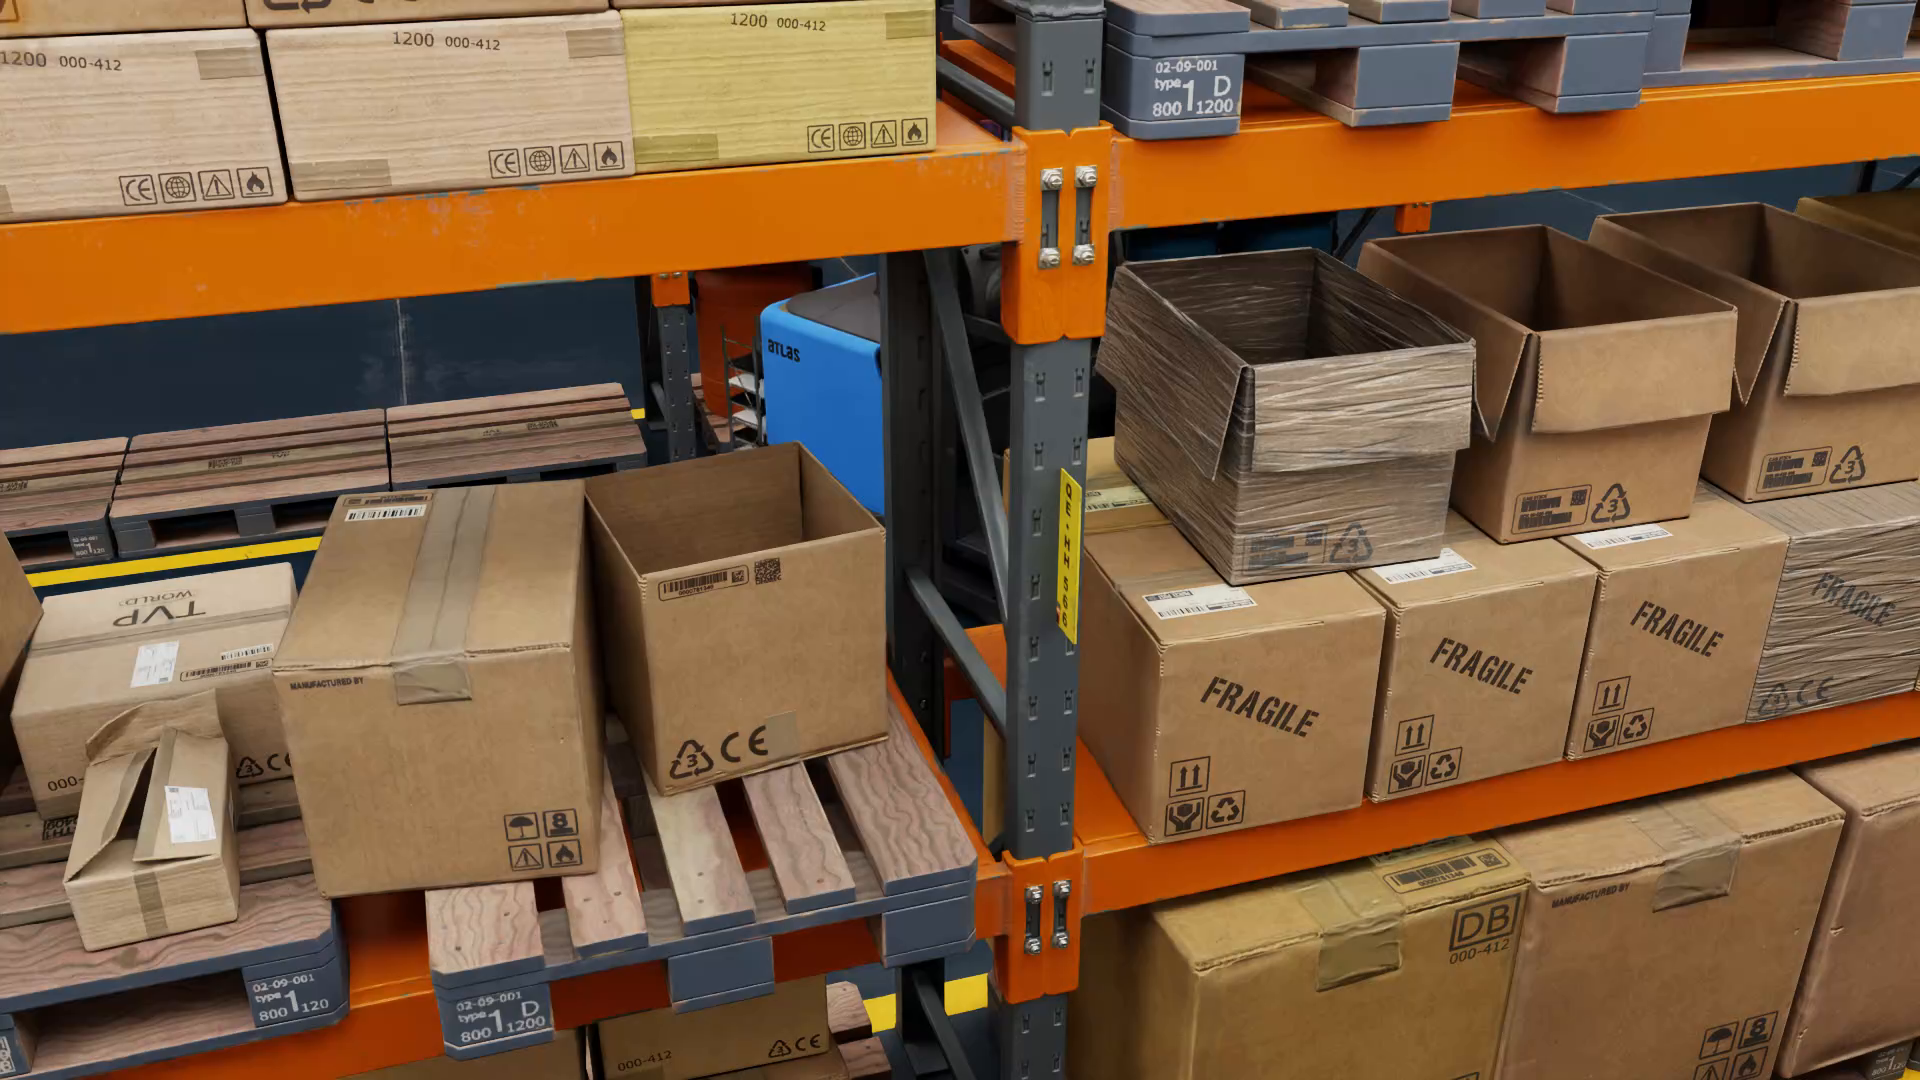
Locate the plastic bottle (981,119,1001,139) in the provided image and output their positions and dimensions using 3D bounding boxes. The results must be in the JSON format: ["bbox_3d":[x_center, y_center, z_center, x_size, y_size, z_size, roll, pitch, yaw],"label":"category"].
[{"bbox_3d":[0.151,-2.167,8.873,0.133,0.283,0.061,-8,28,-16],"label":"plastic bottle"}]

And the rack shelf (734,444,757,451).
[{"bbox_3d":[-0.944,-0.399,8.015,0.258,0.077,0.200,22,34,39],"label":"rack shelf"}]

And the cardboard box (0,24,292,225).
[{"bbox_3d":[-1.298,-0.679,2.539,0.500,0.250,0.500,-7,27,-15],"label":"cardboard box"}]

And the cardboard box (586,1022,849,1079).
[{"bbox_3d":[-0.606,1.310,4.055,0.500,0.500,0.700,-10,28,-19],"label":"cardboard box"}]

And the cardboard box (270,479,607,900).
[{"bbox_3d":[-0.976,0.264,3.260,0.500,0.500,0.700,-4,27,-8],"label":"cardboard box"}]

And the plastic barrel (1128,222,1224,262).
[{"bbox_3d":[1.098,-1.441,9.168,0.708,0.901,0.600,-8,28,-16],"label":"plastic barrel"}]

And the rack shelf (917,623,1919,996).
[{"bbox_3d":[1.926,0.333,4.514,4.000,0.370,1.077,-8,28,-16],"label":"rack shelf"}]

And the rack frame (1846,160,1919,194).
[{"bbox_3d":[6.097,-2.909,10.237,0.127,3.000,1.000,-8,28,-16],"label":"rack frame"}]

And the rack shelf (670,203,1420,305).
[{"bbox_3d":[0.392,-1.761,8.732,4.000,0.370,1.077,-8,28,-16],"label":"rack shelf"}]

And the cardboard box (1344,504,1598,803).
[{"bbox_3d":[1.061,0.218,3.825,0.500,0.500,0.500,-9,28,-17],"label":"cardboard box"}]

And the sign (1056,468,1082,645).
[{"bbox_3d":[0.201,0.032,3.100,0.005,0.325,0.100,-8,28,-16],"label":"sign"}]

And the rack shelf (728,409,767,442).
[{"bbox_3d":[-0.946,-0.562,7.937,0.258,0.077,0.200,22,34,39],"label":"rack shelf"}]

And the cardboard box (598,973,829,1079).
[{"bbox_3d":[-0.603,0.978,3.879,0.500,0.250,0.500,-7,27,-14],"label":"cardboard box"}]

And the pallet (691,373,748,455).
[{"bbox_3d":[-0.773,-0.685,8.892,1.213,0.211,1.003,-8,28,-16],"label":"pallet"}]

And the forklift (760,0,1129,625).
[{"bbox_3d":[0.501,-1.101,6.671,3.031,2.935,1.130,23,34,38],"label":"forklift"}]

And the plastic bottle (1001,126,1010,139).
[{"bbox_3d":[0.297,-2.227,8.918,0.185,0.351,0.144,-8,28,-16],"label":"plastic bottle"}]

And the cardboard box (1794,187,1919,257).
[{"bbox_3d":[2.567,-0.577,4.299,0.637,0.503,0.797,-8,27,-16],"label":"cardboard box"}]

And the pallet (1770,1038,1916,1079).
[{"bbox_3d":[1.955,1.292,4.909,1.213,0.211,1.003,-8,28,-16],"label":"pallet"}]

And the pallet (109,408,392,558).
[{"bbox_3d":[-3.416,-0.302,8.121,1.213,0.211,1.003,-8,28,-16],"label":"pallet"}]

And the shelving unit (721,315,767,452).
[{"bbox_3d":[-0.947,-0.592,7.923,0.258,0.900,0.210,22,34,39],"label":"shelving unit"}]

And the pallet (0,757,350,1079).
[{"bbox_3d":[-1.845,0.662,3.258,1.213,0.211,1.003,-8,28,-16],"label":"pallet"}]

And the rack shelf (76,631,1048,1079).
[{"bbox_3d":[-1.877,0.884,3.405,4.000,0.370,1.077,-8,28,-16],"label":"rack shelf"}]

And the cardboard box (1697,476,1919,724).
[{"bbox_3d":[2.023,0.078,4.107,0.500,0.500,0.500,-8,28,-16],"label":"cardboard box"}]

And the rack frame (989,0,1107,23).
[{"bbox_3d":[0.024,-2.401,2.466,0.127,3.000,1.000,-8,28,-16],"label":"rack frame"}]

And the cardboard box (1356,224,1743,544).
[{"bbox_3d":[1.345,-0.390,3.922,0.637,0.503,0.797,-8,27,-15],"label":"cardboard box"}]

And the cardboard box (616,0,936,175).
[{"bbox_3d":[-0.352,-0.821,2.825,0.500,0.250,0.500,-8,28,-16],"label":"cardboard box"}]

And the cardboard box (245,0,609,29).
[{"bbox_3d":[-0.836,-1.079,2.502,0.500,0.500,0.500,-8,28,-16],"label":"cardboard box"}]

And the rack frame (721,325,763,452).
[{"bbox_3d":[-1.017,-0.559,7.857,0.240,0.900,0.006,22,34,39],"label":"rack frame"}]

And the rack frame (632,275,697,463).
[{"bbox_3d":[-1.509,-1.808,8.018,0.127,3.000,1.000,-8,28,-16],"label":"rack frame"}]

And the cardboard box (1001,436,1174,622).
[{"bbox_3d":[0.417,0.069,4.125,0.500,0.500,0.500,-7,27,-15],"label":"cardboard box"}]

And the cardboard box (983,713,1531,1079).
[{"bbox_3d":[0.687,0.964,4.352,0.875,0.875,1.225,-10,28,-18],"label":"cardboard box"}]

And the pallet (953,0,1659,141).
[{"bbox_3d":[0.620,-1.083,3.398,1.003,0.211,1.213,-7,27,-14],"label":"pallet"}]

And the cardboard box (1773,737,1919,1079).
[{"bbox_3d":[2.376,0.719,4.845,0.875,0.875,1.225,-9,28,-18],"label":"cardboard box"}]

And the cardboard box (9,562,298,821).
[{"bbox_3d":[-1.640,0.299,3.470,0.500,0.250,0.500,-9,28,-18],"label":"cardboard box"}]

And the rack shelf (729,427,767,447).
[{"bbox_3d":[-0.945,-0.481,7.976,0.258,0.077,0.200,22,34,39],"label":"rack shelf"}]

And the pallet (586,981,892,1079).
[{"bbox_3d":[-0.719,1.643,4.204,1.213,0.211,1.003,-8,28,-16],"label":"pallet"}]
